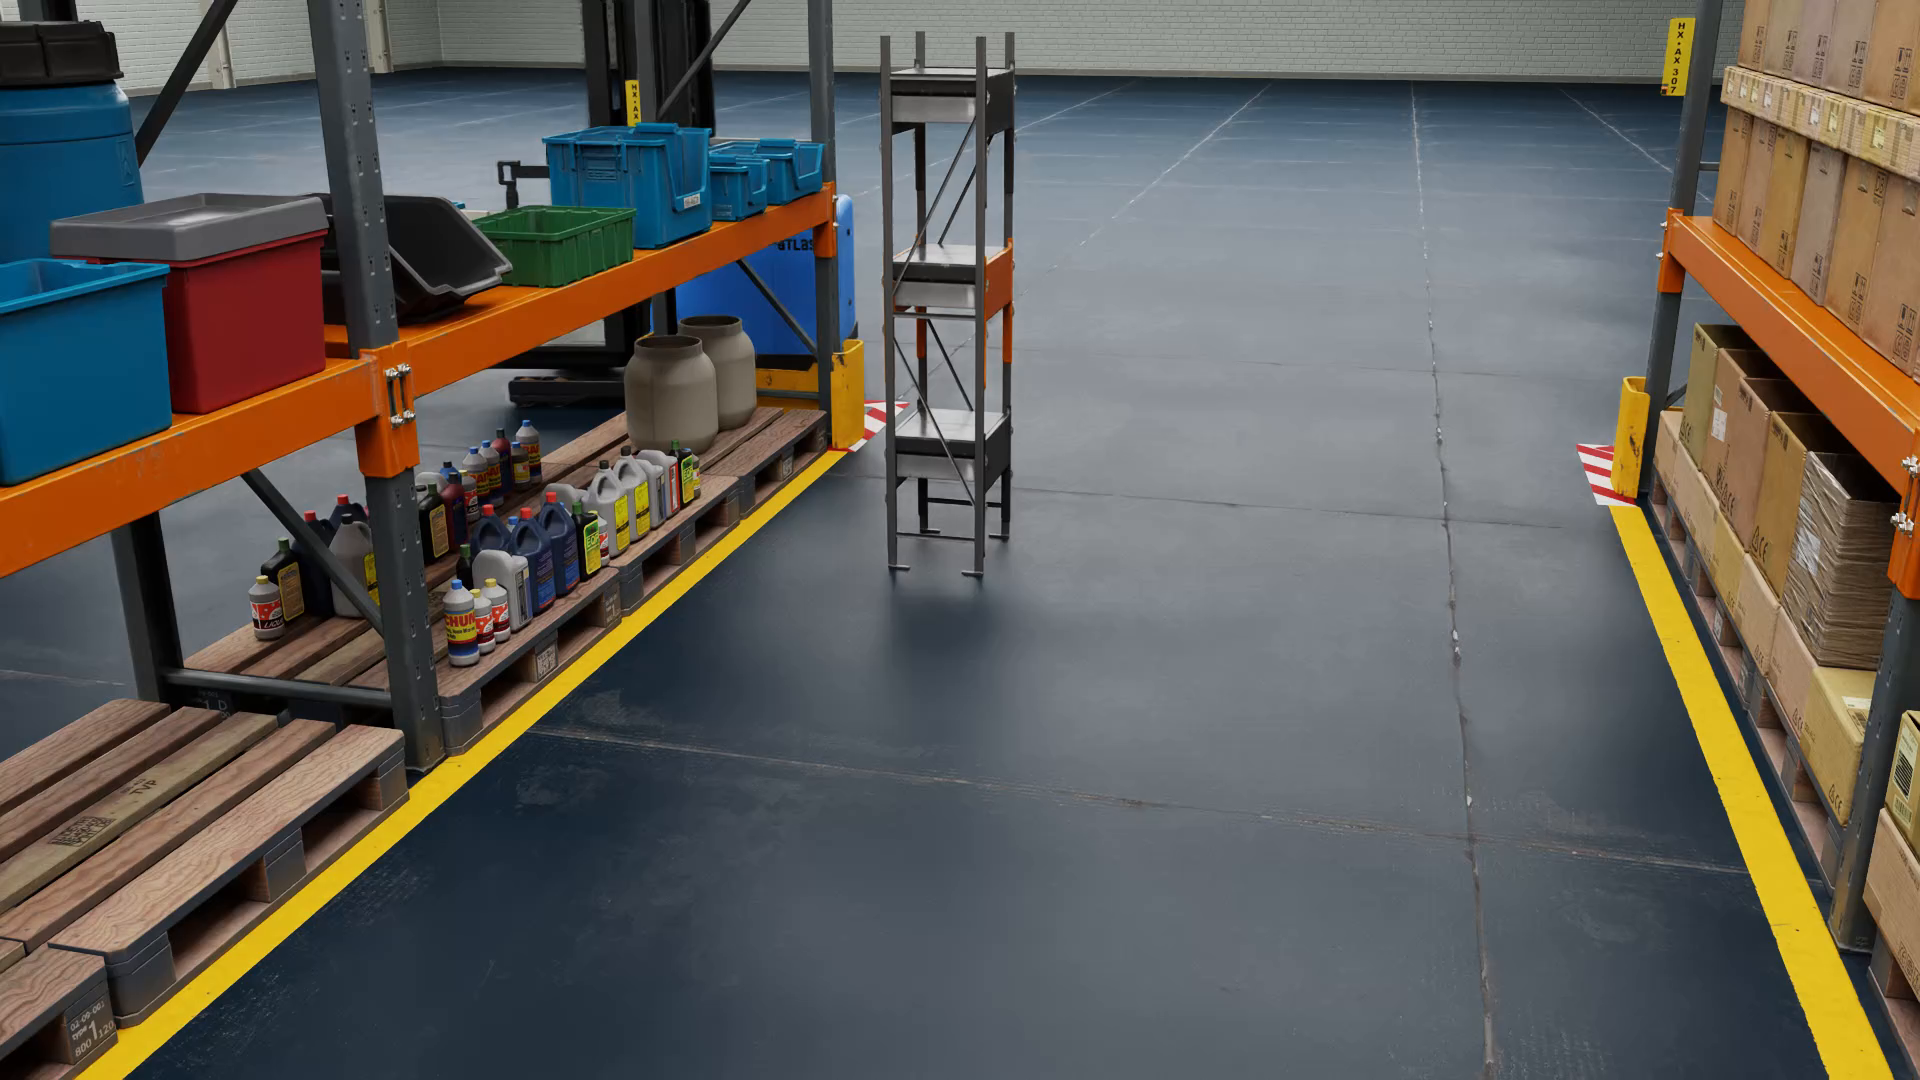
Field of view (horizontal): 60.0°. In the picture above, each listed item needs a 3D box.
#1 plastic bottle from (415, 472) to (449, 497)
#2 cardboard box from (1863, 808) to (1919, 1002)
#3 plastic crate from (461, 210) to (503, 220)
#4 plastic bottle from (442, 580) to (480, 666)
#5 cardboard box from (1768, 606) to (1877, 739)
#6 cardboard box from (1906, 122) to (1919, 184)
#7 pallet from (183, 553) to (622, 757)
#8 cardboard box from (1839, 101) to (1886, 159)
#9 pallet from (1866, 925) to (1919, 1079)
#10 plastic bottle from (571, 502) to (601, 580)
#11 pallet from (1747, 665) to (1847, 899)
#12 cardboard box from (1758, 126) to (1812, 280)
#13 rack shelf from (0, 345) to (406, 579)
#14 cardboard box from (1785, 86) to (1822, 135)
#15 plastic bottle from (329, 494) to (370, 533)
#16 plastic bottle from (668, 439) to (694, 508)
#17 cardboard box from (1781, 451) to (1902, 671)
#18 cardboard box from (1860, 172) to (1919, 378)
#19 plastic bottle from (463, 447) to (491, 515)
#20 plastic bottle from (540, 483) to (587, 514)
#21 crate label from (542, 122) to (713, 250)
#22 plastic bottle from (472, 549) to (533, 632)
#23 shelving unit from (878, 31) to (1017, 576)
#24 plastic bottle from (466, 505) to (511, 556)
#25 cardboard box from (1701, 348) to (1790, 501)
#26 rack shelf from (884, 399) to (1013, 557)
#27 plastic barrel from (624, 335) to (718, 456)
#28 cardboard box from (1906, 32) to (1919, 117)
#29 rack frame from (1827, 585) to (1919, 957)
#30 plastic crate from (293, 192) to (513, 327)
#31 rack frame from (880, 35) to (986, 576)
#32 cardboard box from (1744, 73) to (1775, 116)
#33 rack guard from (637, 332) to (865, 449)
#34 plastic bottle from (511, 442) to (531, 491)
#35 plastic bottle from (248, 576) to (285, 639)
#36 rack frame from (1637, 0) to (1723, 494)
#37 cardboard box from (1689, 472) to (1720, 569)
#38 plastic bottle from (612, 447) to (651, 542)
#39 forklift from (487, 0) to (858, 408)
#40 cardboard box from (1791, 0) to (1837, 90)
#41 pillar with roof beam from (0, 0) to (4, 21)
[{"bbox_3d":[-2.056,-0.114,6.415,0.152,0.276,0.135,5,19,14],"label":"plastic bottle"},{"bbox_3d":[2.360,0.843,3.682,0.500,0.250,0.500,4,19,12],"label":"cardboard box"},{"bbox_3d":[-1.953,-1.163,6.359,0.530,0.136,0.437,5,19,13],"label":"plastic crate"},{"bbox_3d":[-1.601,0.259,5.328,0.097,0.271,0.097,0,19,0],"label":"plastic bottle"},{"bbox_3d":[2.732,0.418,4.928,0.500,0.250,0.500,5,19,13],"label":"cardboard box"},{"bbox_3d":[2.681,-0.982,4.264,0.380,0.149,0.250,4,19,12],"label":"cardboard box"},{"bbox_3d":[-1.899,0.354,5.825,1.003,0.211,1.213,5,19,13],"label":"pallet"},{"bbox_3d":[2.869,-1.220,4.962,0.380,0.149,0.250,5,20,15],"label":"cardboard box"},{"bbox_3d":[2.556,1.187,3.384,1.003,0.211,1.213,5,19,13],"label":"pallet"},{"bbox_3d":[-1.377,-0.009,6.095,0.061,0.283,0.133,6,20,16],"label":"plastic bottle"},{"bbox_3d":[2.934,0.707,4.789,1.003,0.211,1.213,5,19,13],"label":"pallet"},{"bbox_3d":[3.299,-1.202,5.910,0.700,0.500,0.500,5,19,14],"label":"cardboard box"},{"bbox_3d":[-2.592,0.209,3.048,1.077,0.370,4.000,5,19,13],"label":"rack shelf"},{"bbox_3d":[3.059,-1.464,5.676,0.380,0.149,0.250,4,19,13],"label":"cardboard box"},{"bbox_3d":[-2.179,0.002,5.958,0.144,0.351,0.185,4,19,11],"label":"plastic bottle"},{"bbox_3d":[-1.161,-0.287,6.908,0.061,0.283,0.133,5,20,15],"label":"plastic bottle"},{"bbox_3d":[2.733,0.063,4.806,0.500,0.500,0.500,5,19,13],"label":"cardboard box"},{"bbox_3d":[2.924,-0.719,4.497,0.700,0.500,0.500,4,19,13],"label":"cardboard box"},{"bbox_3d":[-1.980,-0.247,6.810,0.097,0.271,0.097,0,19,0],"label":"plastic bottle"},{"bbox_3d":[-1.504,-0.094,6.356,0.152,0.276,0.135,5,19,13],"label":"plastic bottle"},{"bbox_3d":[-1.314,-1.431,6.681,0.502,0.435,0.616,5,19,13],"label":"crate label"},{"bbox_3d":[-1.548,0.154,5.631,0.152,0.276,0.135,5,20,15],"label":"plastic bottle"},{"bbox_3d":[-0.040,-0.942,6.696,0.431,2.100,0.503,5,19,13],"label":"shelving unit"},{"bbox_3d":[-1.644,0.055,5.803,0.144,0.351,0.185,5,19,13],"label":"plastic bottle"},{"bbox_3d":[3.099,-0.407,6.183,0.500,0.500,0.500,5,19,13],"label":"cardboard box"},{"bbox_3d":[-0.040,-0.266,6.927,0.431,0.518,0.480,5,19,13],"label":"rack shelf"},{"bbox_3d":[-1.336,-0.664,7.691,0.421,0.512,0.421,0,19,0],"label":"plastic barrel"},{"bbox_3d":[2.923,-1.325,4.265,0.700,0.500,0.500,5,19,13],"label":"cardboard box"},{"bbox_3d":[2.699,-0.366,3.619,1.000,3.000,0.127,5,19,13],"label":"rack frame"},{"bbox_3d":[-1.852,-0.883,5.228,0.767,0.338,0.504,5,19,13],"label":"plastic crate"},{"bbox_3d":[-0.100,-0.865,6.472,0.400,2.100,0.015,5,19,13],"label":"rack frame"},{"bbox_3d":[3.247,-1.707,6.387,0.380,0.149,0.250,5,19,14],"label":"cardboard box"},{"bbox_3d":[-1.099,-0.802,8.761,1.175,0.500,0.348,5,19,13],"label":"rack guard"},{"bbox_3d":[-1.897,-0.320,7.132,0.097,0.201,0.097,0,19,0],"label":"plastic bottle"},{"bbox_3d":[-2.317,0.219,5.554,0.097,0.201,0.097,0,19,0],"label":"plastic bottle"},{"bbox_3d":[3.676,-1.620,7.289,1.000,3.000,0.127,5,19,13],"label":"rack frame"},{"bbox_3d":[3.088,-0.053,6.307,0.500,0.250,0.500,5,19,13],"label":"cardboard box"},{"bbox_3d":[-1.309,-0.184,6.503,0.144,0.351,0.185,5,20,16],"label":"plastic bottle"},{"bbox_3d":[-2.153,-2.303,9.396,3.031,2.935,1.130,1,19,2],"label":"forklift"},{"bbox_3d":[3.291,-1.796,5.643,0.700,0.500,0.500,5,19,14],"label":"cardboard box"},{"bbox_3d":[-12.825,-11.570,27.141,9.100,9.000,0.400,5,19,13],"label":"pillar with roof beam"}]
